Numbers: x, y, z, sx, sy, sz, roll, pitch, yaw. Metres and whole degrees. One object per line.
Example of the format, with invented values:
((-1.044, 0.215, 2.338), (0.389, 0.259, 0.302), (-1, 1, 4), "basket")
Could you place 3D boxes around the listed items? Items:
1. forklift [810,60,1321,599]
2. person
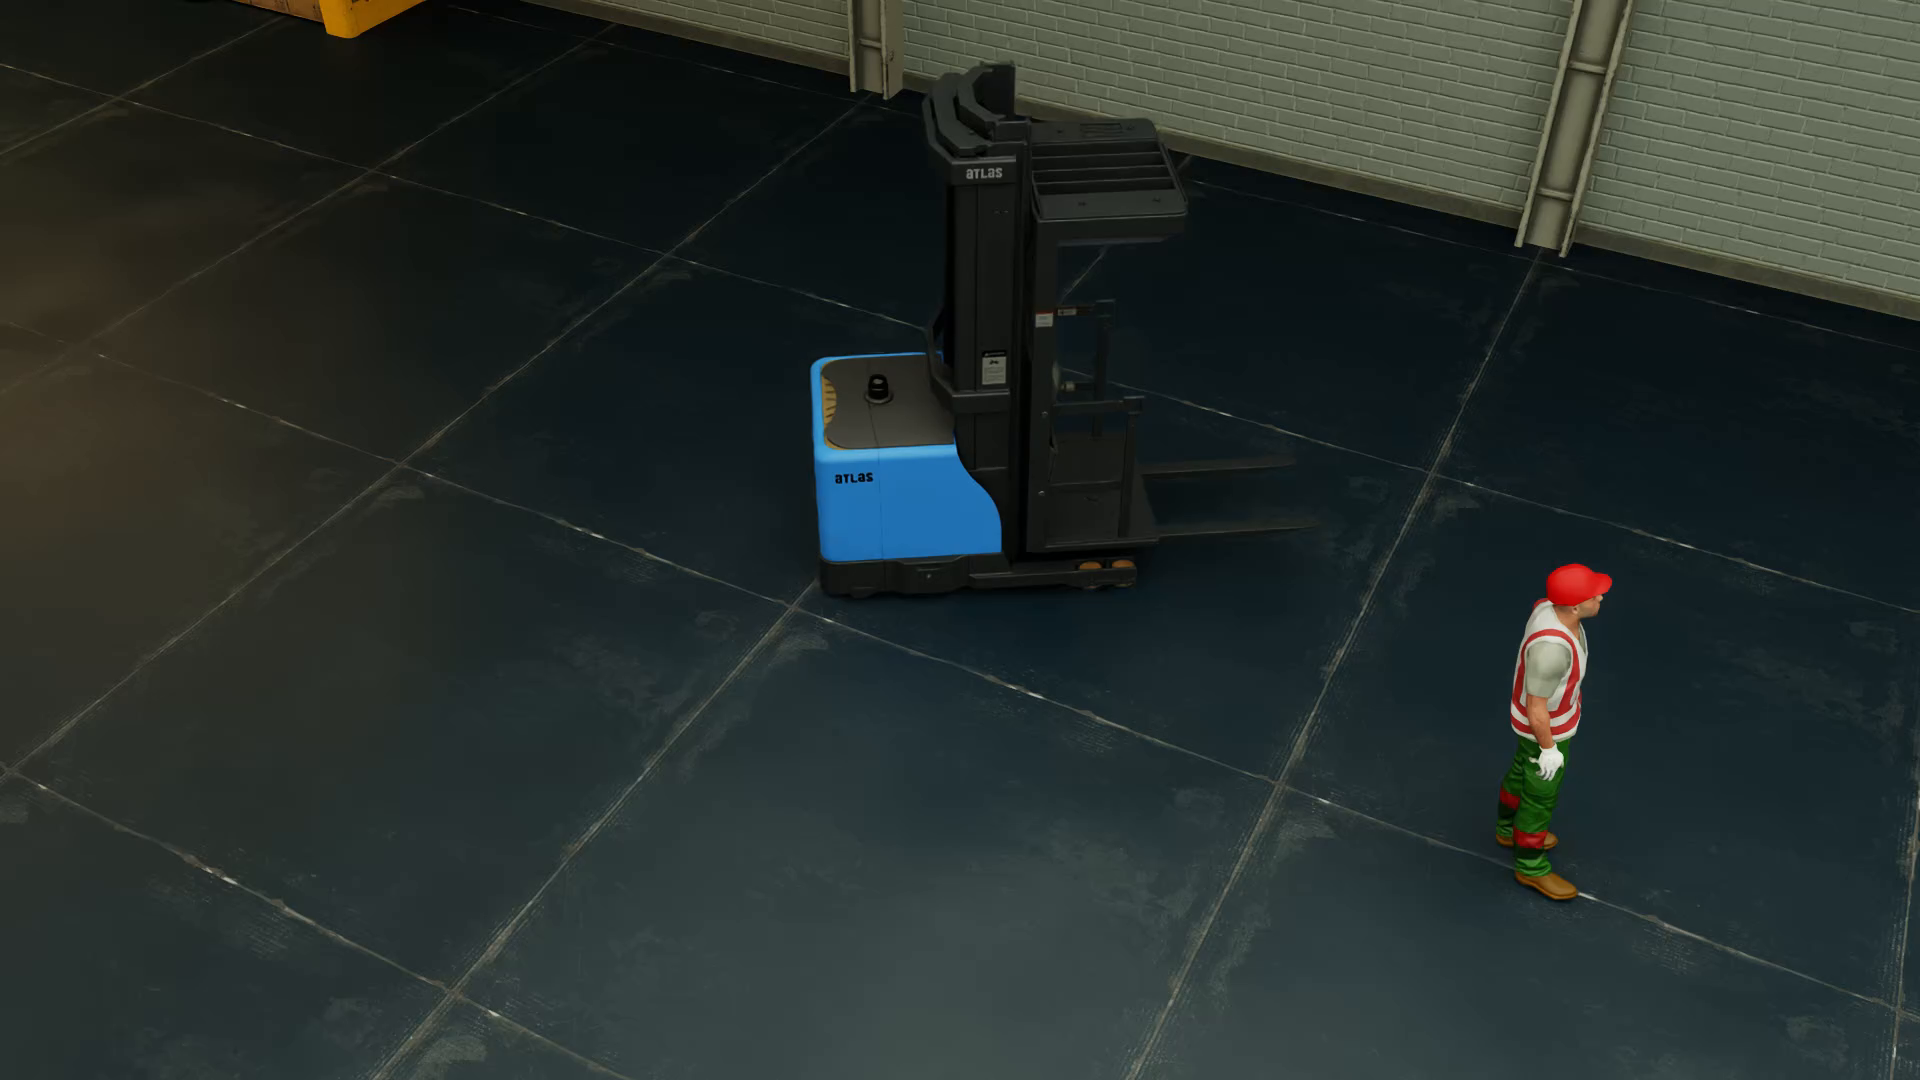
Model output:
((0.643, -1.167, 9.372), (3.031, 2.935, 1.130), (-3, 40, -4), "forklift")
((2.841, 0.861, 7.840), (0.563, 1.788, 0.638), (13, 42, 15), "person")
